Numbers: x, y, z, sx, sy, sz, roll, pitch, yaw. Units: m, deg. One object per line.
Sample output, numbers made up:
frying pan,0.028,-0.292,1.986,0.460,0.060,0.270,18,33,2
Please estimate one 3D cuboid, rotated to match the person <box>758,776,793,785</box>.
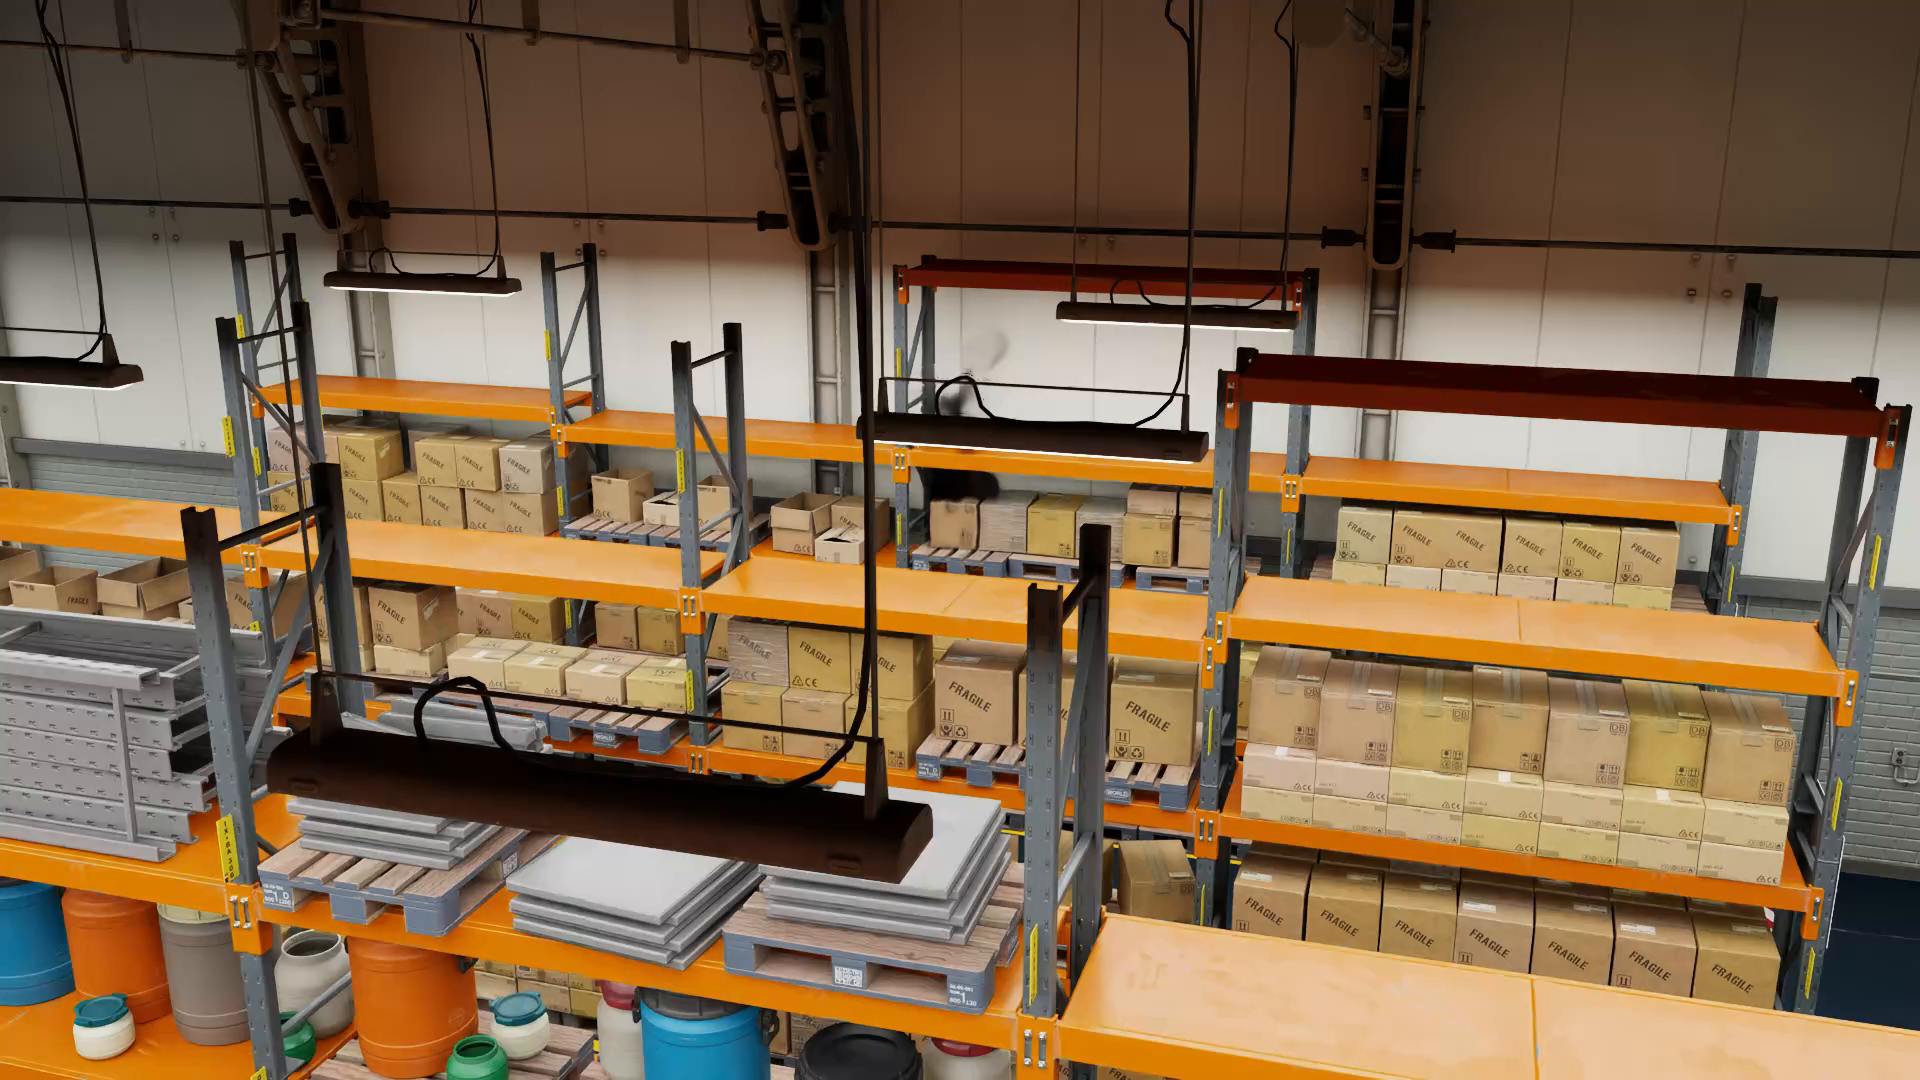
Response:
person,-1.647,2.525,15.811,0.855,1.765,0.682,3,16,10
